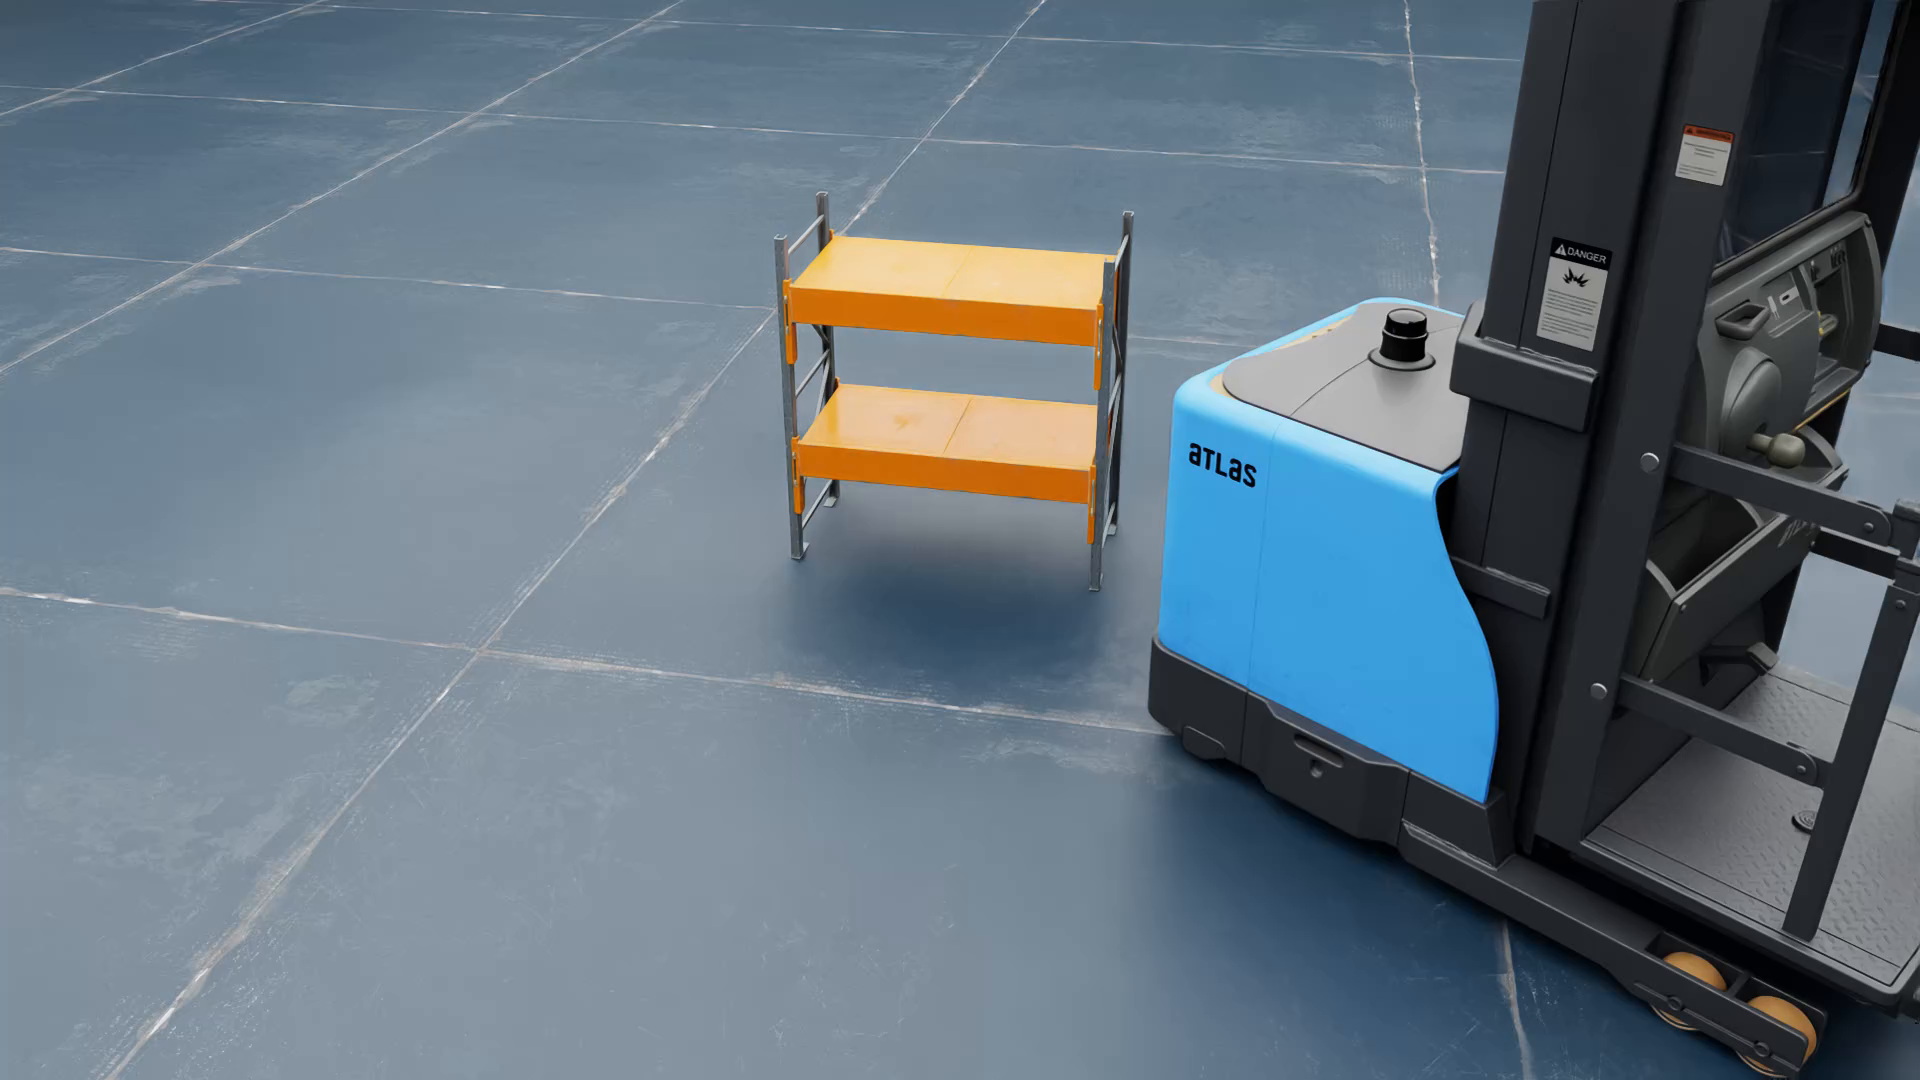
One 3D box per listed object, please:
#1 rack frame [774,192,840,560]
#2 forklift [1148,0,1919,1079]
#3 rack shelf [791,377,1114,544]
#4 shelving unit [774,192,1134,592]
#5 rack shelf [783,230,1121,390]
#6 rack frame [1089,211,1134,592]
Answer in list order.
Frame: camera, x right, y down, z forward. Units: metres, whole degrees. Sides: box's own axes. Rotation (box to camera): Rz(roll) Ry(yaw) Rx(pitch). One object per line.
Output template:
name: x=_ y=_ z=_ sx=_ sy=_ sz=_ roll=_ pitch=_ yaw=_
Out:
rack frame: x=-0.504 y=-0.545 z=5.574 sx=0.032 sy=1.125 sz=0.500 roll=6 pitch=29 yaw=11
forklift: x=1.926 y=-0.402 z=3.432 sx=1.130 sy=2.935 sz=3.031 roll=-25 pitch=38 yaw=-38
rack shelf: x=-0.007 y=-0.280 z=5.599 sx=1.000 sy=0.278 sz=0.538 roll=6 pitch=29 yaw=11
shelving unit: x=-0.007 y=-0.494 z=5.481 sx=1.048 sy=1.125 sz=0.538 roll=6 pitch=29 yaw=11
rack shelf: x=-0.007 y=-0.751 z=5.341 sx=1.000 sy=0.278 sz=0.538 roll=6 pitch=29 yaw=11
rack frame: x=0.491 y=-0.443 z=5.388 sx=0.032 sy=1.125 sz=0.500 roll=6 pitch=29 yaw=11
